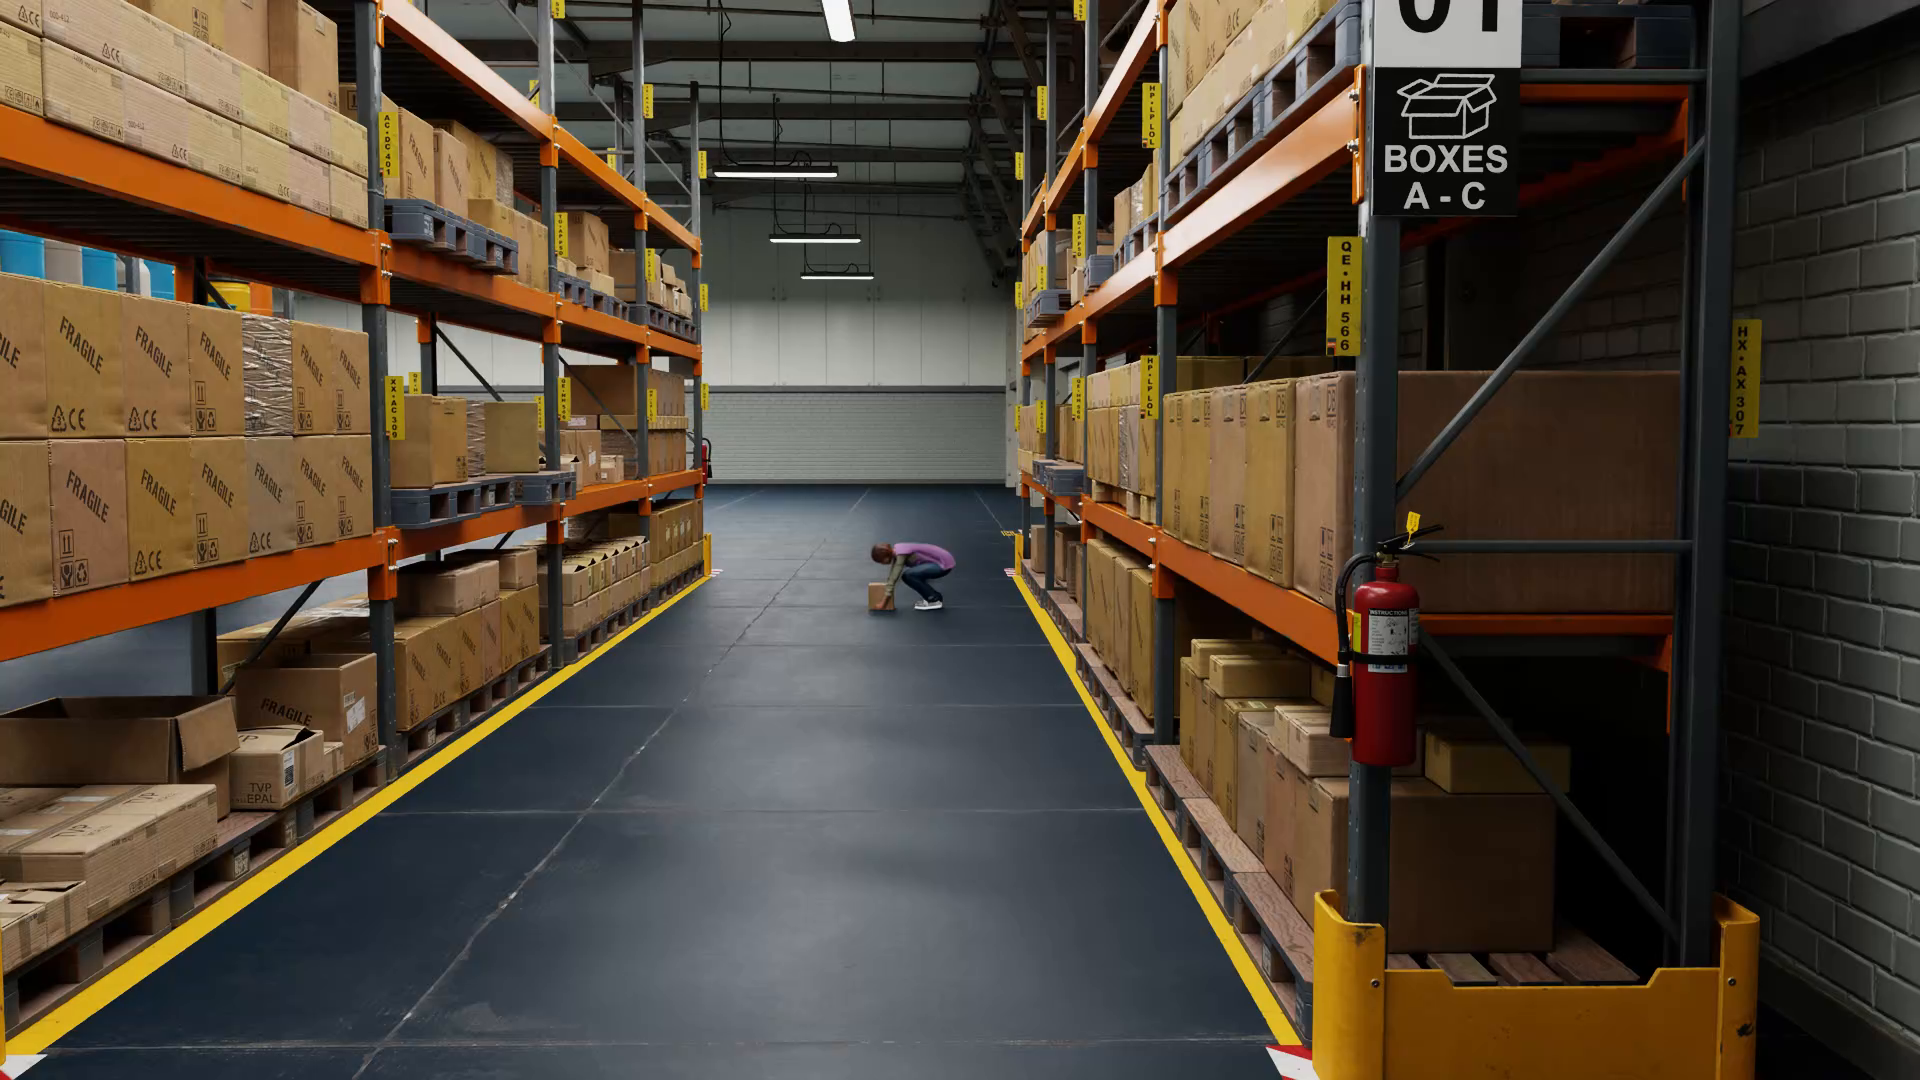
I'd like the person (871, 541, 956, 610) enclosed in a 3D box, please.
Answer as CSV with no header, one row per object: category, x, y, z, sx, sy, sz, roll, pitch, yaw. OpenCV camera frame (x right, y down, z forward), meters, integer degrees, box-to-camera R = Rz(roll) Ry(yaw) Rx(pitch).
person,-0.466,0.362,16.760,0.860,0.703,0.422,0,4,-3
